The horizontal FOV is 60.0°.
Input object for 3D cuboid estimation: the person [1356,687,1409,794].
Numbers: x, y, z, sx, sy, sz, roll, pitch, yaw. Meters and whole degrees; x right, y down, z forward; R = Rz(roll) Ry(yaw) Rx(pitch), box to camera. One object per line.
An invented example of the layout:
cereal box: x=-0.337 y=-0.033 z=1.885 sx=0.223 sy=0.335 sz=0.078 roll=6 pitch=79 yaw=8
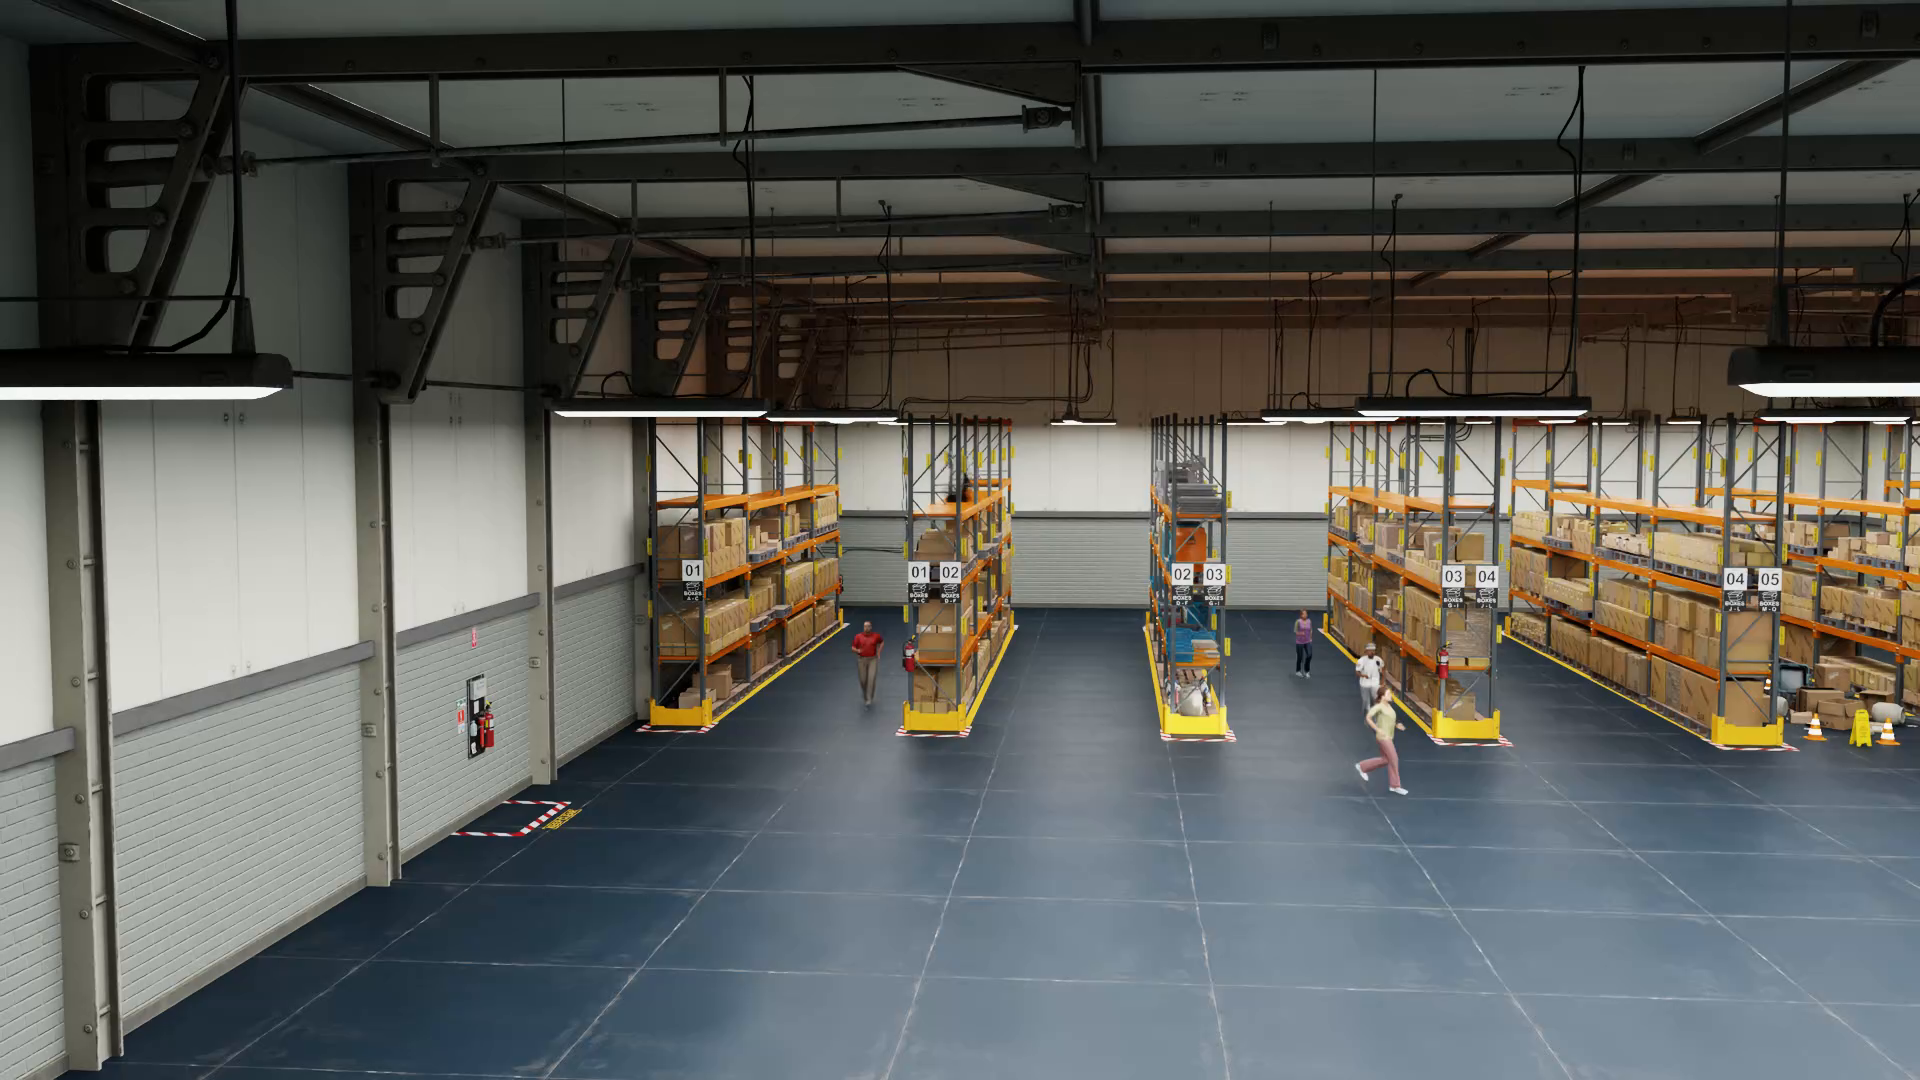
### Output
person: x=6.652 y=3.138 z=26.219 sx=0.879 sy=1.669 sz=0.579 roll=3 pitch=5 yaw=33

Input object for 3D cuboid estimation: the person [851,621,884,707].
person: x=-1.909 y=2.521 z=34.290 sx=0.665 sy=1.699 sz=1.010 roll=0 pitch=4 yaw=-1

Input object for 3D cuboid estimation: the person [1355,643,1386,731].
person: x=7.787 y=2.776 z=31.535 sx=0.594 sy=1.683 sz=0.757 roll=0 pitch=4 yaw=7

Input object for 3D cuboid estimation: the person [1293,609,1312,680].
person: x=7.840 y=2.382 z=37.945 sx=0.490 sy=1.625 sz=0.711 roll=0 pitch=4 yaw=-3
